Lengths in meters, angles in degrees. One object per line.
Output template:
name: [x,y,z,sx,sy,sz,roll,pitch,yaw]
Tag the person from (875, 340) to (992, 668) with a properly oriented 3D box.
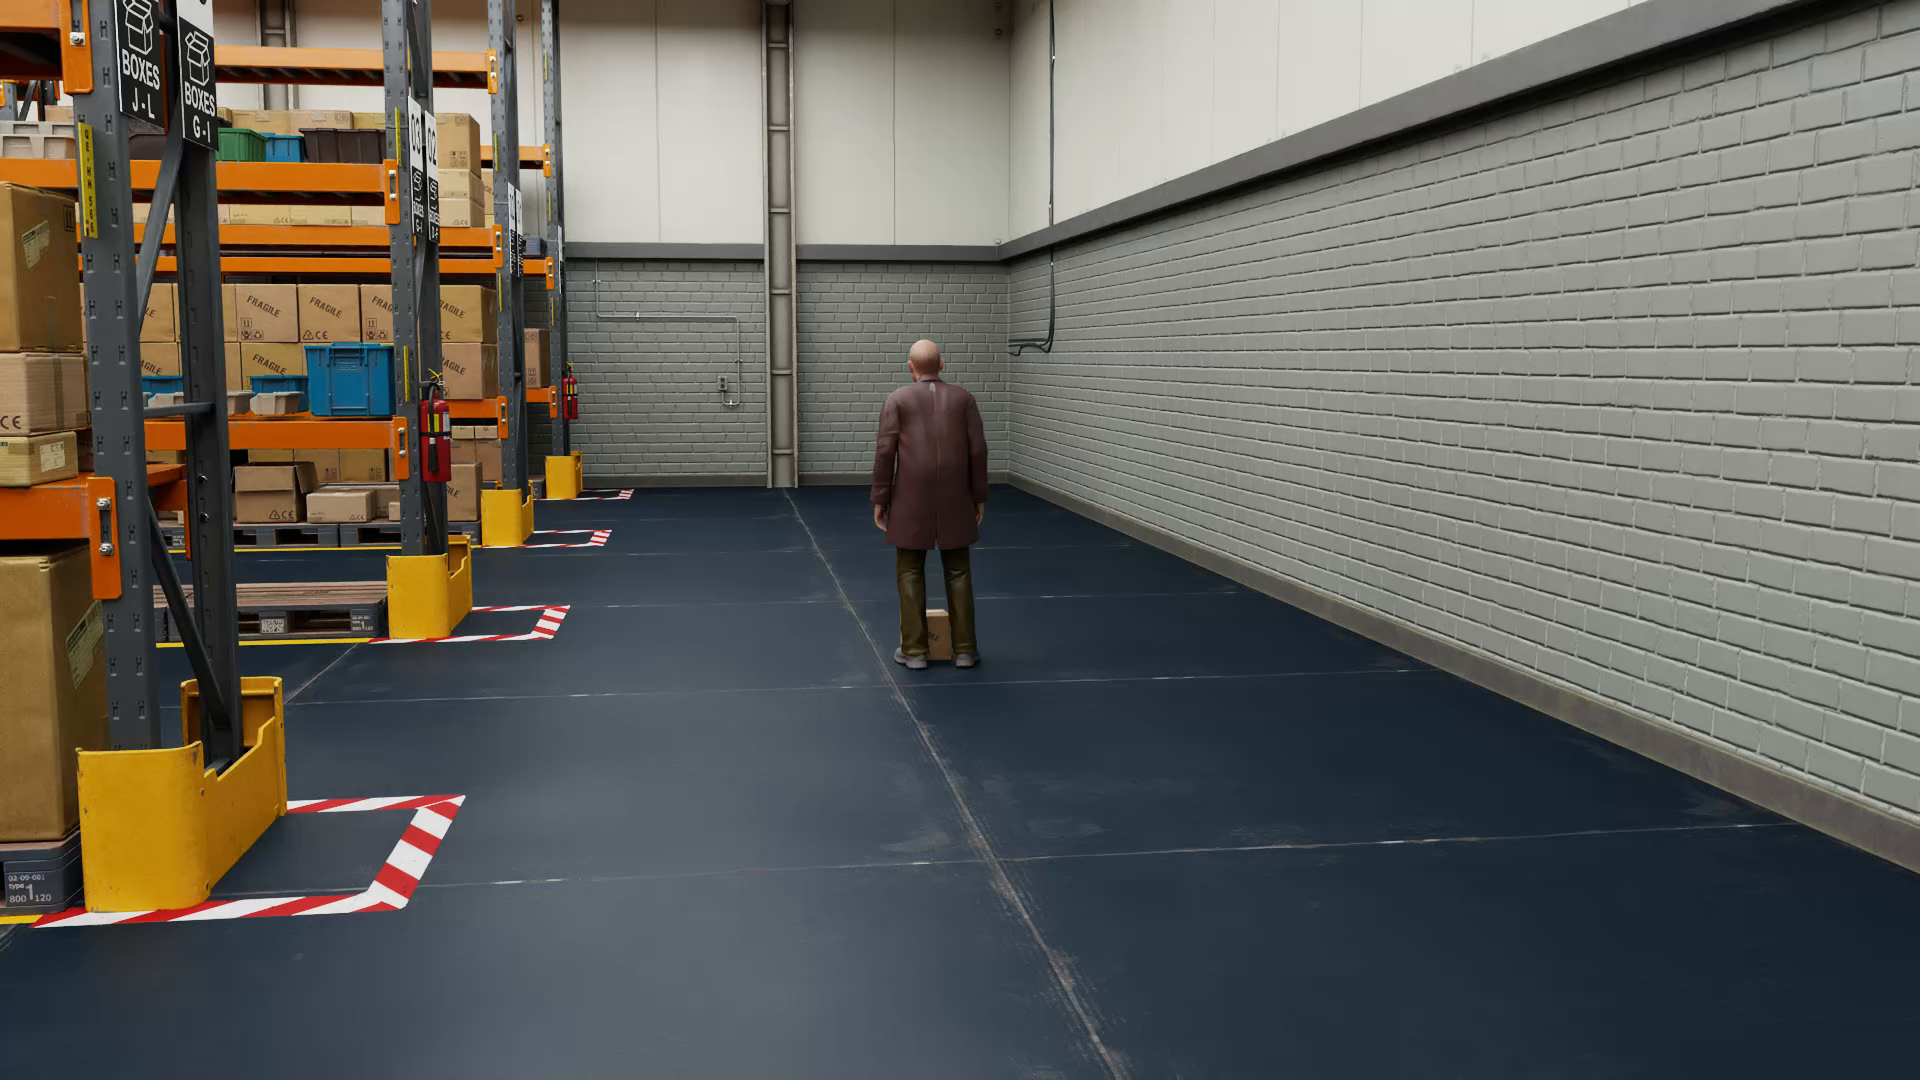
person: [-0.144,-0.196,9.043,0.641,1.773,0.428,-1,6,-9]
